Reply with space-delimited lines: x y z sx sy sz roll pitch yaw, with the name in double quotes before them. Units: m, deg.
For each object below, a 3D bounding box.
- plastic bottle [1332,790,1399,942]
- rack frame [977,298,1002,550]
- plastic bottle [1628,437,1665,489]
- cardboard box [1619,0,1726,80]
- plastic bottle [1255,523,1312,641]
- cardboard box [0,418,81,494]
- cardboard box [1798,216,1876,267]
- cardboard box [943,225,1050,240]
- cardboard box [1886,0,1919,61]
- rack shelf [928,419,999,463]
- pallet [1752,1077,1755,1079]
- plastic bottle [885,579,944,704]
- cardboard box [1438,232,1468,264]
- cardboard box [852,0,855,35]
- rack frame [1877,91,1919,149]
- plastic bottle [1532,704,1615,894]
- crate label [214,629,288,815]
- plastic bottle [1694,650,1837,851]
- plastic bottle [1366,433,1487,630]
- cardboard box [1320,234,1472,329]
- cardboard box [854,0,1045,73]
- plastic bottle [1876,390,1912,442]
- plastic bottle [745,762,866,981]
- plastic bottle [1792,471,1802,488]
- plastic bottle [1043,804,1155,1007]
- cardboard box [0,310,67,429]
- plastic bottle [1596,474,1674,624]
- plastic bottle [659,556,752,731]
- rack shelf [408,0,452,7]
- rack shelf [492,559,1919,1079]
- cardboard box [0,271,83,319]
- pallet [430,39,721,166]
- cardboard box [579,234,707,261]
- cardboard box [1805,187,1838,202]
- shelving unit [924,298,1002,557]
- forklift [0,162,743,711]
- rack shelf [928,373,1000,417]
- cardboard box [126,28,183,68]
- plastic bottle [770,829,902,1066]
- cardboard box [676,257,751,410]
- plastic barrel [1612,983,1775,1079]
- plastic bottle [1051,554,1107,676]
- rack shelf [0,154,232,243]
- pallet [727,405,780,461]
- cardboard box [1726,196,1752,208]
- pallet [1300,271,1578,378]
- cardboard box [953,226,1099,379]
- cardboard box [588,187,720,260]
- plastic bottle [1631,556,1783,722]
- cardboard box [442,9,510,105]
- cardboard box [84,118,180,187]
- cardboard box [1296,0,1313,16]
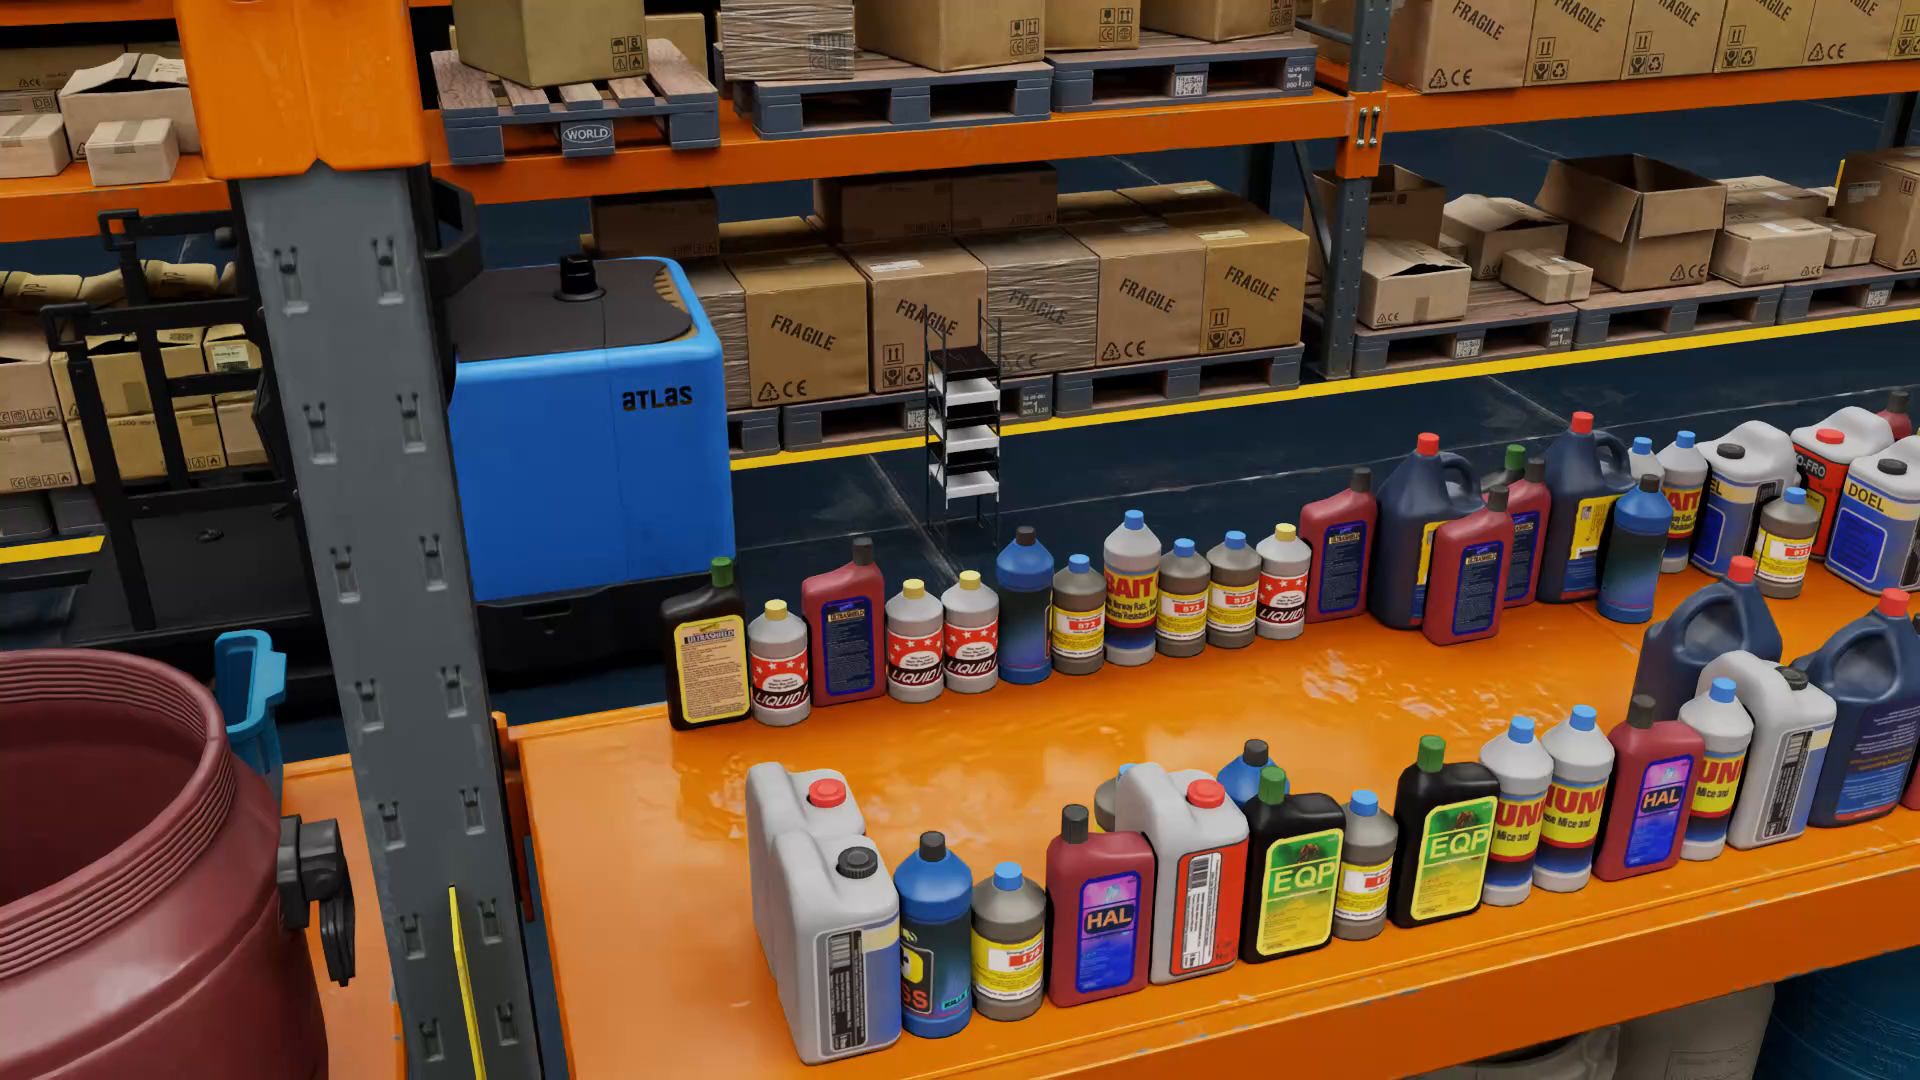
"plastic bottle" 0.534 0.429 2.237 0.097 0.201 0.097 0 26 0
"rack frame" 0.104 -0.418 6.080 0.006 0.900 0.240 -8 28 -16
"plastic bottle" 1.270 -0.064 3.151 0.097 0.271 0.097 0 26 0
"cardboard box" 3.141 -2.436 7.671 0.500 0.500 0.500 -8 28 -16
"plastic bottle" 0.572 0.068 2.963 0.097 0.201 0.097 0 26 0
"cardboard box" -3.586 -0.386 6.275 0.500 0.250 0.500 -8 27 -15
"cardboard box" 4.559 -1.579 8.748 0.250 0.166 0.380 -8 28 -16
"cardboard box" 0.093 -1.267 7.744 0.500 0.500 0.500 -8 27 -15
"cardboard box" 4.579 -2.642 8.087 0.500 0.500 0.500 -8 28 -16
"rack shelf" 0.008 -0.374 6.067 0.200 0.077 0.258 -8 28 -16
"pallet" 1.231 1.306 3.383 1.213 0.211 1.003 -8 28 -16
"plastic bottle" -0.076 0.162 2.774 0.097 0.201 0.097 0 26 0
"cardboard box" 2.402 -1.492 8.593 0.250 0.149 0.380 -8 28 -16
"cardboard box" -0.506 -3.471 11.814 0.750 0.750 0.750 -8 27 -15
"rack frame" 5.413 -2.847 8.612 0.127 3.000 1.000 -8 28 -16
"plastic bottle" 0.846 0.352 2.312 0.097 0.271 0.097 0 26 0
"crate label" -1.180 0.324 2.413 0.416 0.233 0.303 -8 28 -16
"plastic bottle" 1.167 0.291 2.430 0.135 0.276 0.152 -8 28 -16
"plastic bottle" 0.840 -0.027 2.986 0.185 0.351 0.144 -8 28 -16
"cardboard box" 2.076 -1.256 7.935 0.500 0.311 0.500 -8 28 -16
"cardboard box" -0.051 -2.260 6.844 0.500 0.500 0.700 -16 31 -29
"plastic bottle" 1.815 -0.157 3.324 0.133 0.283 0.061 -8 28 -16
"plastic bottle" -0.199 0.417 2.175 0.135 0.276 0.152 -8 28 -16
"plastic bottle" 1.583 -0.078 3.257 0.097 0.201 0.097 0 26 0
"plastic bottle" 0.175 0.453 2.096 0.133 0.283 0.061 -8 28 -16
"cardboard box" -3.588 -0.635 6.144 0.500 0.311 0.500 -8 28 -16
"plastic bottle" 1.222 0.010 3.001 0.097 0.271 0.097 0 26 0
"plastic bottle" -0.411 0.165 2.675 0.133 0.283 0.061 -8 28 -16
"rack shelf" -1.830 -3.793 11.326 4.000 0.370 1.077 -8 28 -16
"rack shelf" 1.238 0.396 2.888 4.000 0.370 1.077 -8 28 -16
"cardboard box" -3.765 -0.860 6.599 0.500 0.311 0.500 -9 28 -17
"pallet" -1.571 -1.783 6.684 1.003 0.211 1.213 -8 28 -16
"cardboard box" -1.377 -1.051 7.310 0.500 0.500 0.500 -7 27 -14
"cardboard box" 4.909 -1.855 9.325 0.250 0.149 0.380 -8 28 -16
"shelving unit" 0.008 -0.404 6.052 0.210 0.900 0.258 -8 28 -16
"forklift" -2.294 -0.972 4.912 3.031 2.935 1.130 -8 27 -15
"rack shelf" 0.008 -0.536 5.987 0.200 0.077 0.258 -8 28 -16
"cardboard box" -4.961 -3.080 10.553 0.500 0.250 0.500 -8 27 -15
"plastic bottle" -0.152 0.482 2.046 0.135 0.276 0.152 -8 28 -16
"cardboard box" -1.176 -0.839 6.884 0.500 0.500 0.500 -9 28 -18
"plastic barrel" 1.380 0.930 3.329 0.421 0.512 0.421 0 26 0
"plastic bottle" 0.202 0.122 2.855 0.097 0.201 0.097 0 26 0
"rack shelf" -4.095 -1.148 5.998 4.000 0.370 1.077 -8 28 -16
"pallet" -1.472 -0.583 7.188 1.213 0.211 1.003 -8 28 -16
"cardboard box" 3.857 -1.720 8.939 0.500 0.250 0.500 -8 28 -16
"pallet" 2.263 -1.142 8.312 1.213 0.211 1.003 -8 28 -16
"cardboard box" 0.280 -1.051 7.311 0.500 0.500 0.500 -8 27 -15
"cardboard box" -1.325 -1.397 7.163 0.500 0.250 0.500 -7 27 -14
"plastic bottle" 1.145 0.191 2.547 0.185 0.351 0.144 -8 28 -16
"cardboard box" -2.991 -3.111 11.088 0.750 0.750 0.750 -9 28 -17
"cardboard box" -2.963 -1.392 5.964 0.250 0.149 0.380 -8 28 -16
"cardboard box" 2.578 -4.159 12.864 0.250 0.149 0.380 -8 28 -16
